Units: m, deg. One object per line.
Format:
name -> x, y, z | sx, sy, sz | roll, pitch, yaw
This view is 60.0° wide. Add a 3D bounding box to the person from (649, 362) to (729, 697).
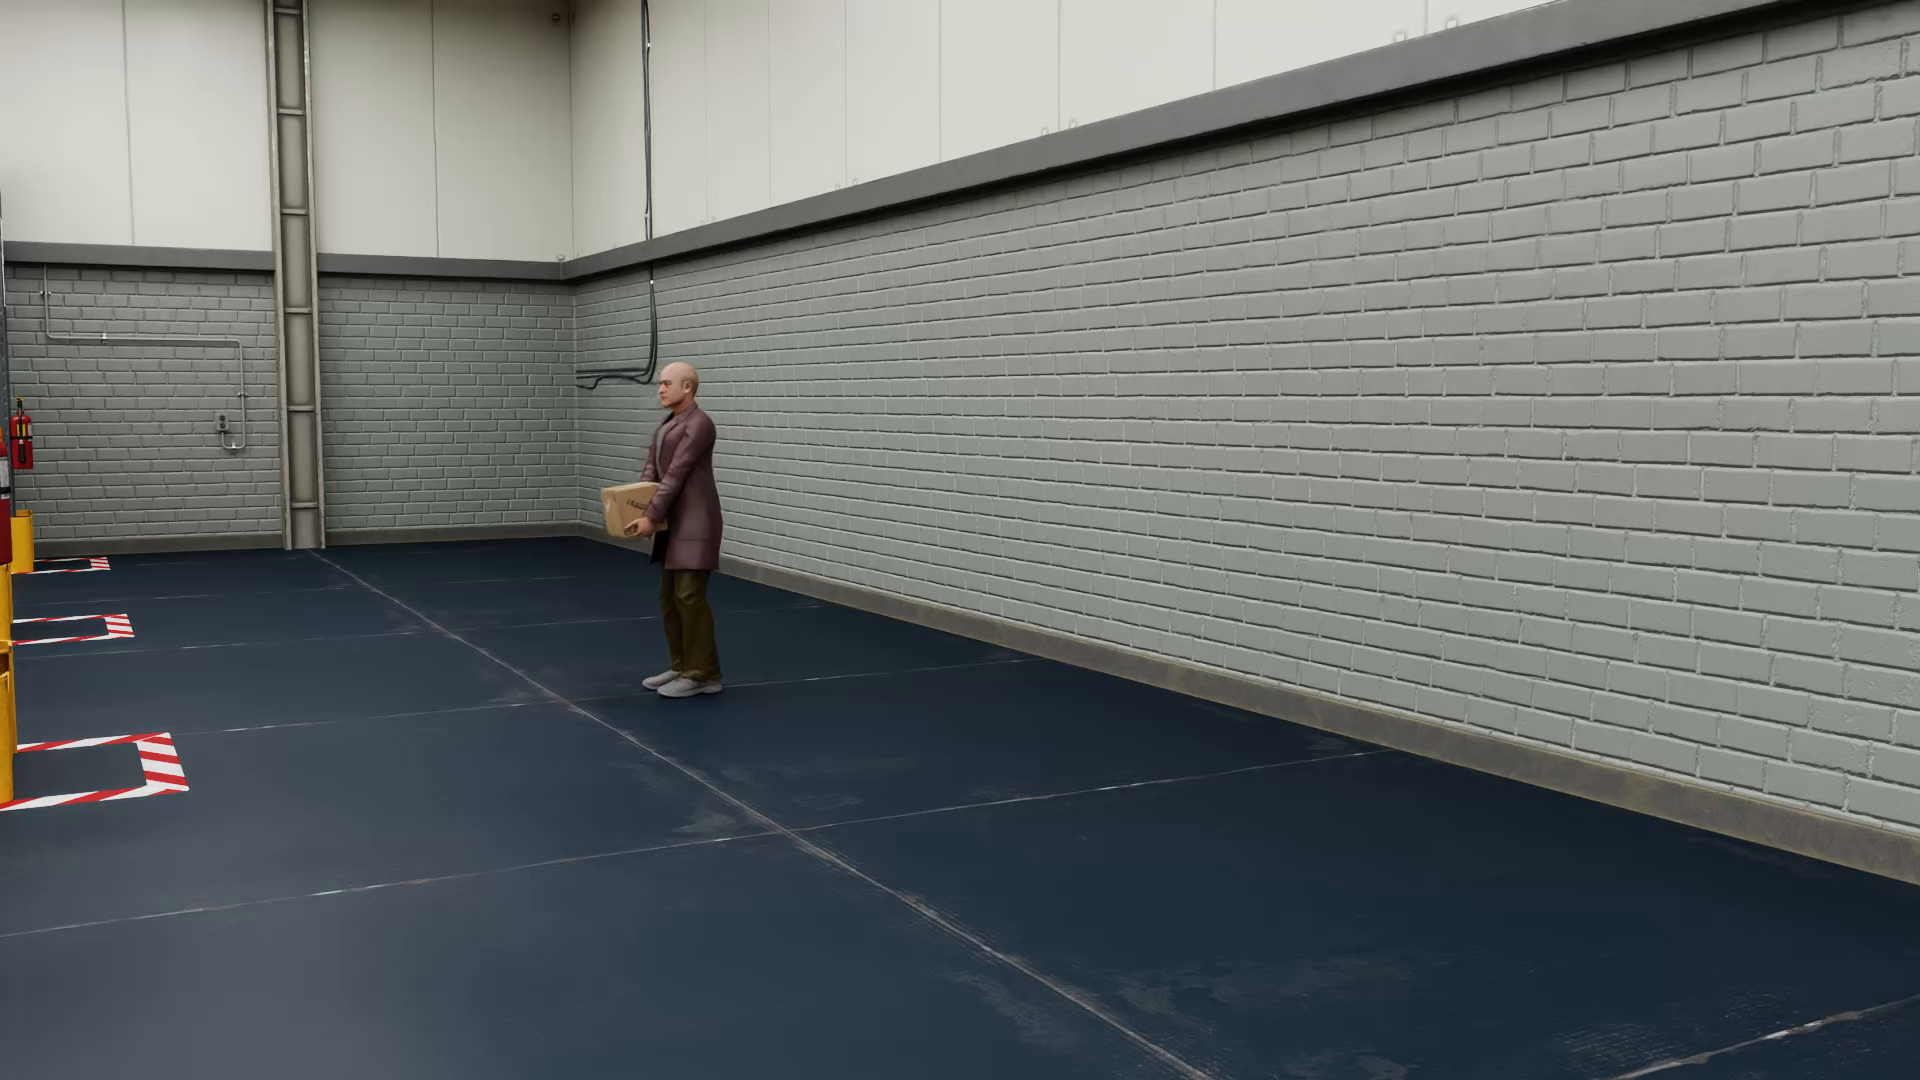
person -> -1.463, -0.063, 8.923 | 0.427, 1.773, 0.651 | -3, 6, -32
